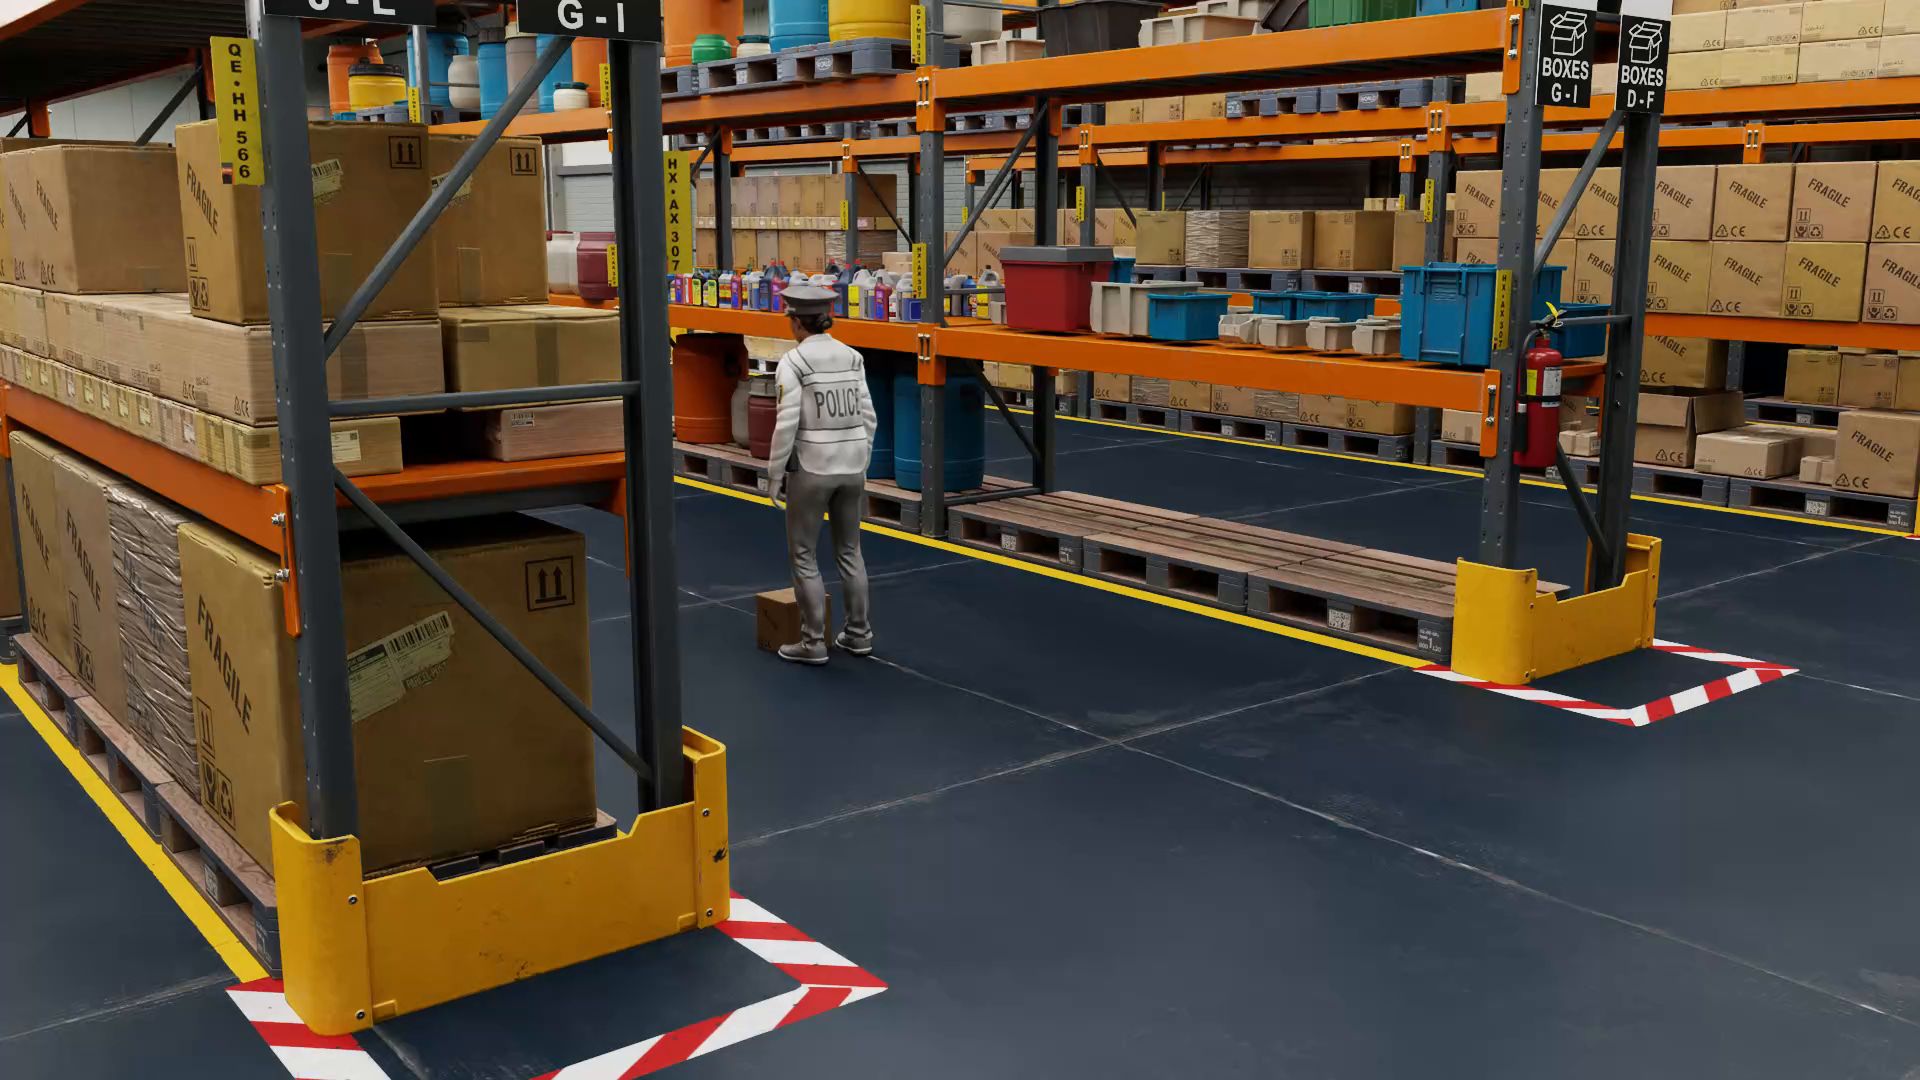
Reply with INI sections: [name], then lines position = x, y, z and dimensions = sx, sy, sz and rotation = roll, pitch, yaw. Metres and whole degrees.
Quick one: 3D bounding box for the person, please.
[person]
position = -0.611, -0.284, 7.383
dimensions = 0.528, 1.663, 0.372
rotation = -9, 14, -38
